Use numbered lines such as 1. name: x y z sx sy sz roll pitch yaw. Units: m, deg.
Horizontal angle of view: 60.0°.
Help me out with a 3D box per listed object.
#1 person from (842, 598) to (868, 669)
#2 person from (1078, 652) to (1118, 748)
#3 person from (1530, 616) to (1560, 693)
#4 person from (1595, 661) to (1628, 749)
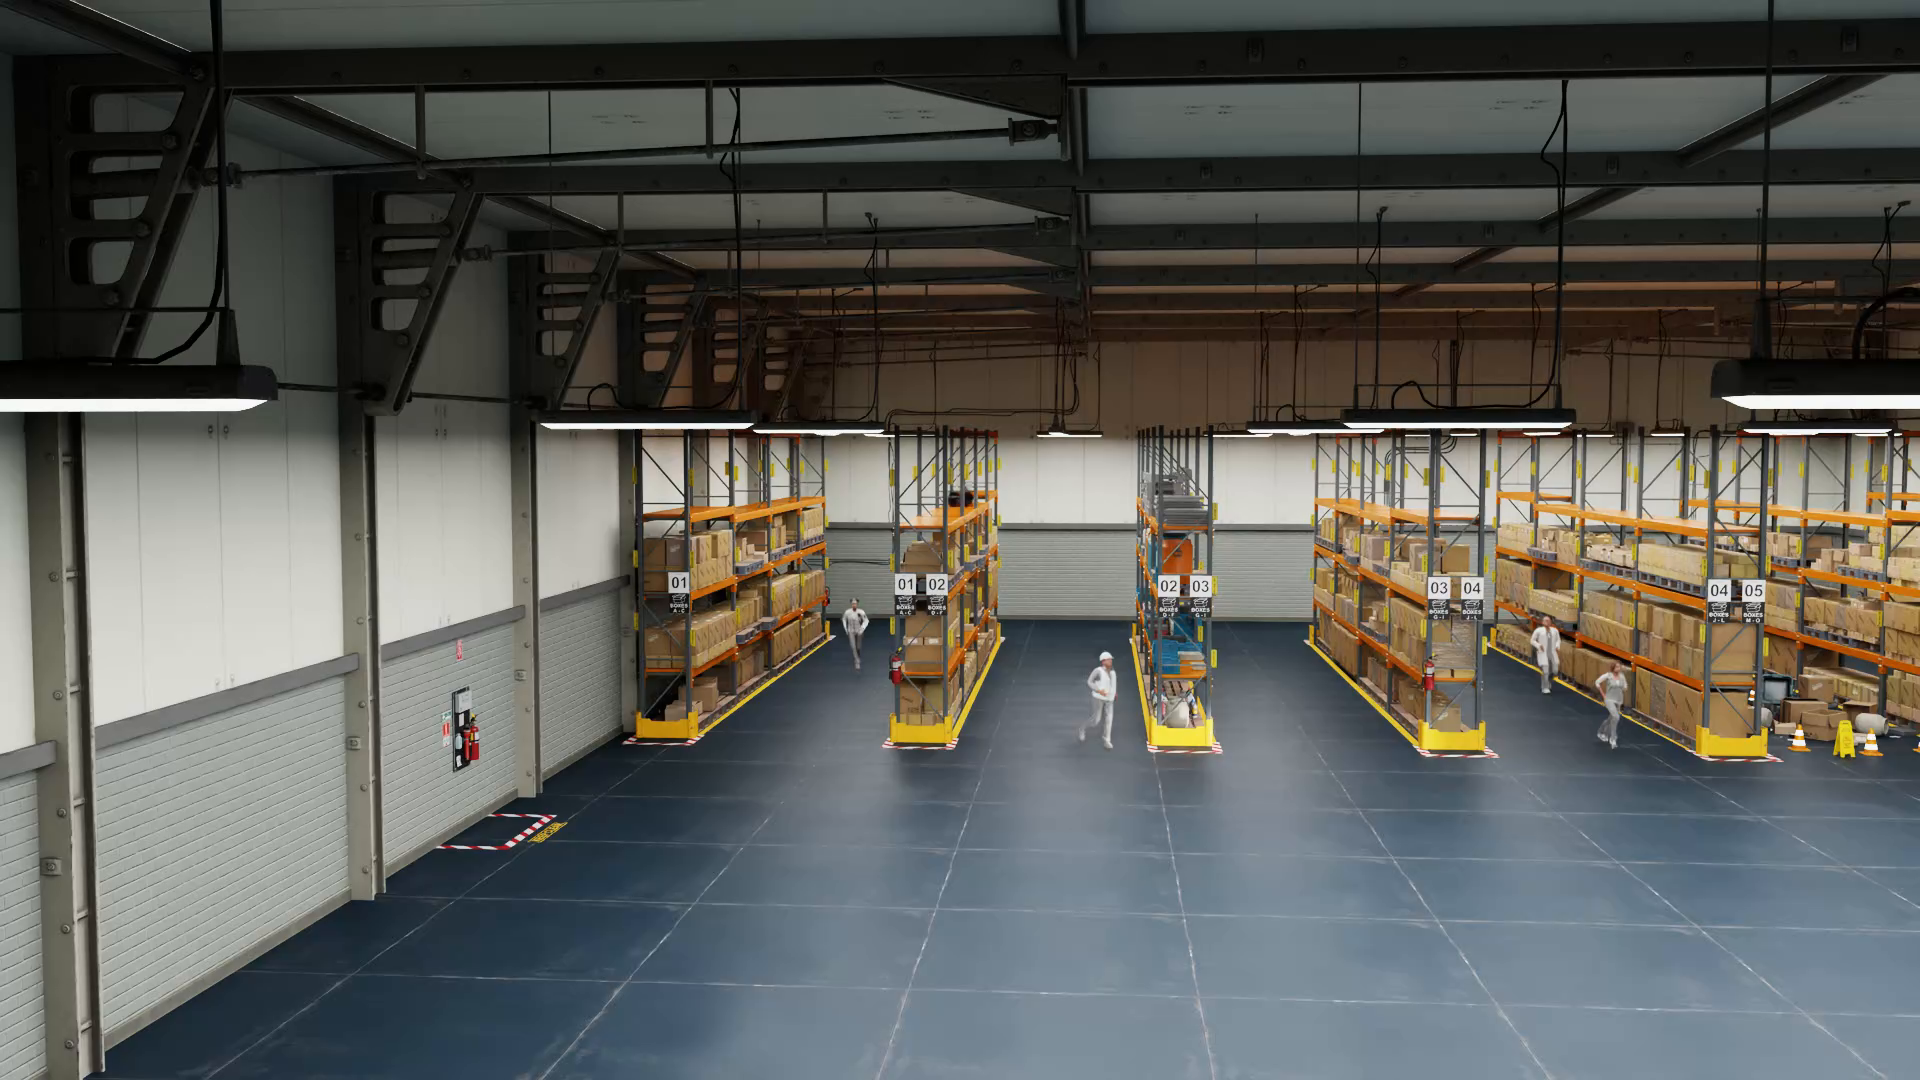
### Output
1. person: -2.521 2.220 39.915 0.643 1.669 0.674 0 3 1
2. person: 2.715 2.972 31.162 0.718 1.734 0.932 -2 4 -31
3. person: 13.263 2.595 37.598 0.687 1.727 0.661 0 3 0
4. person: 12.202 3.066 31.116 0.515 1.624 0.757 -1 4 -14
